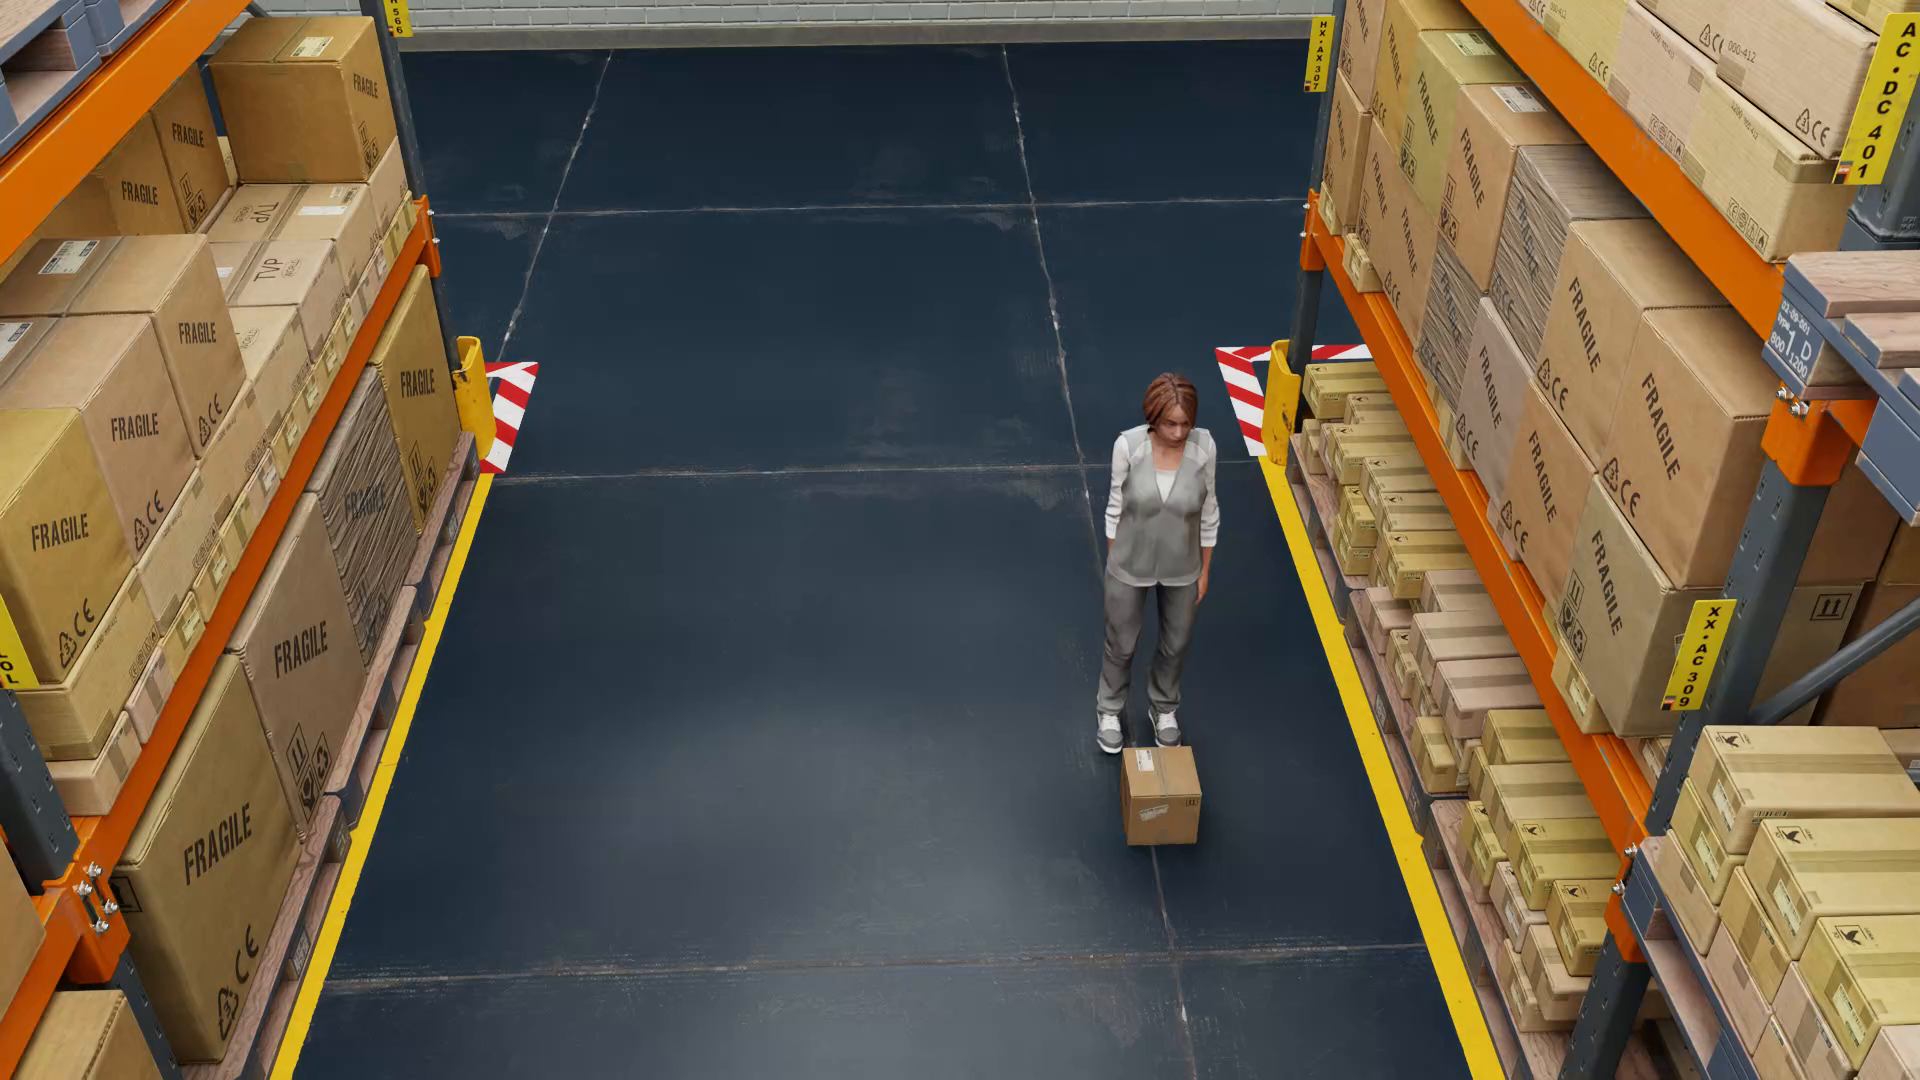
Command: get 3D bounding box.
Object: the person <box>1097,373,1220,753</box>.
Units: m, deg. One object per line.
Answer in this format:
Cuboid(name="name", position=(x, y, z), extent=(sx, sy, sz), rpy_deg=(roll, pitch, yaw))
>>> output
Cuboid(name="person", position=(0.719, 0.120, 6.031), extent=(0.406, 1.551, 0.306), rpy_deg=(-1, 36, -1))
